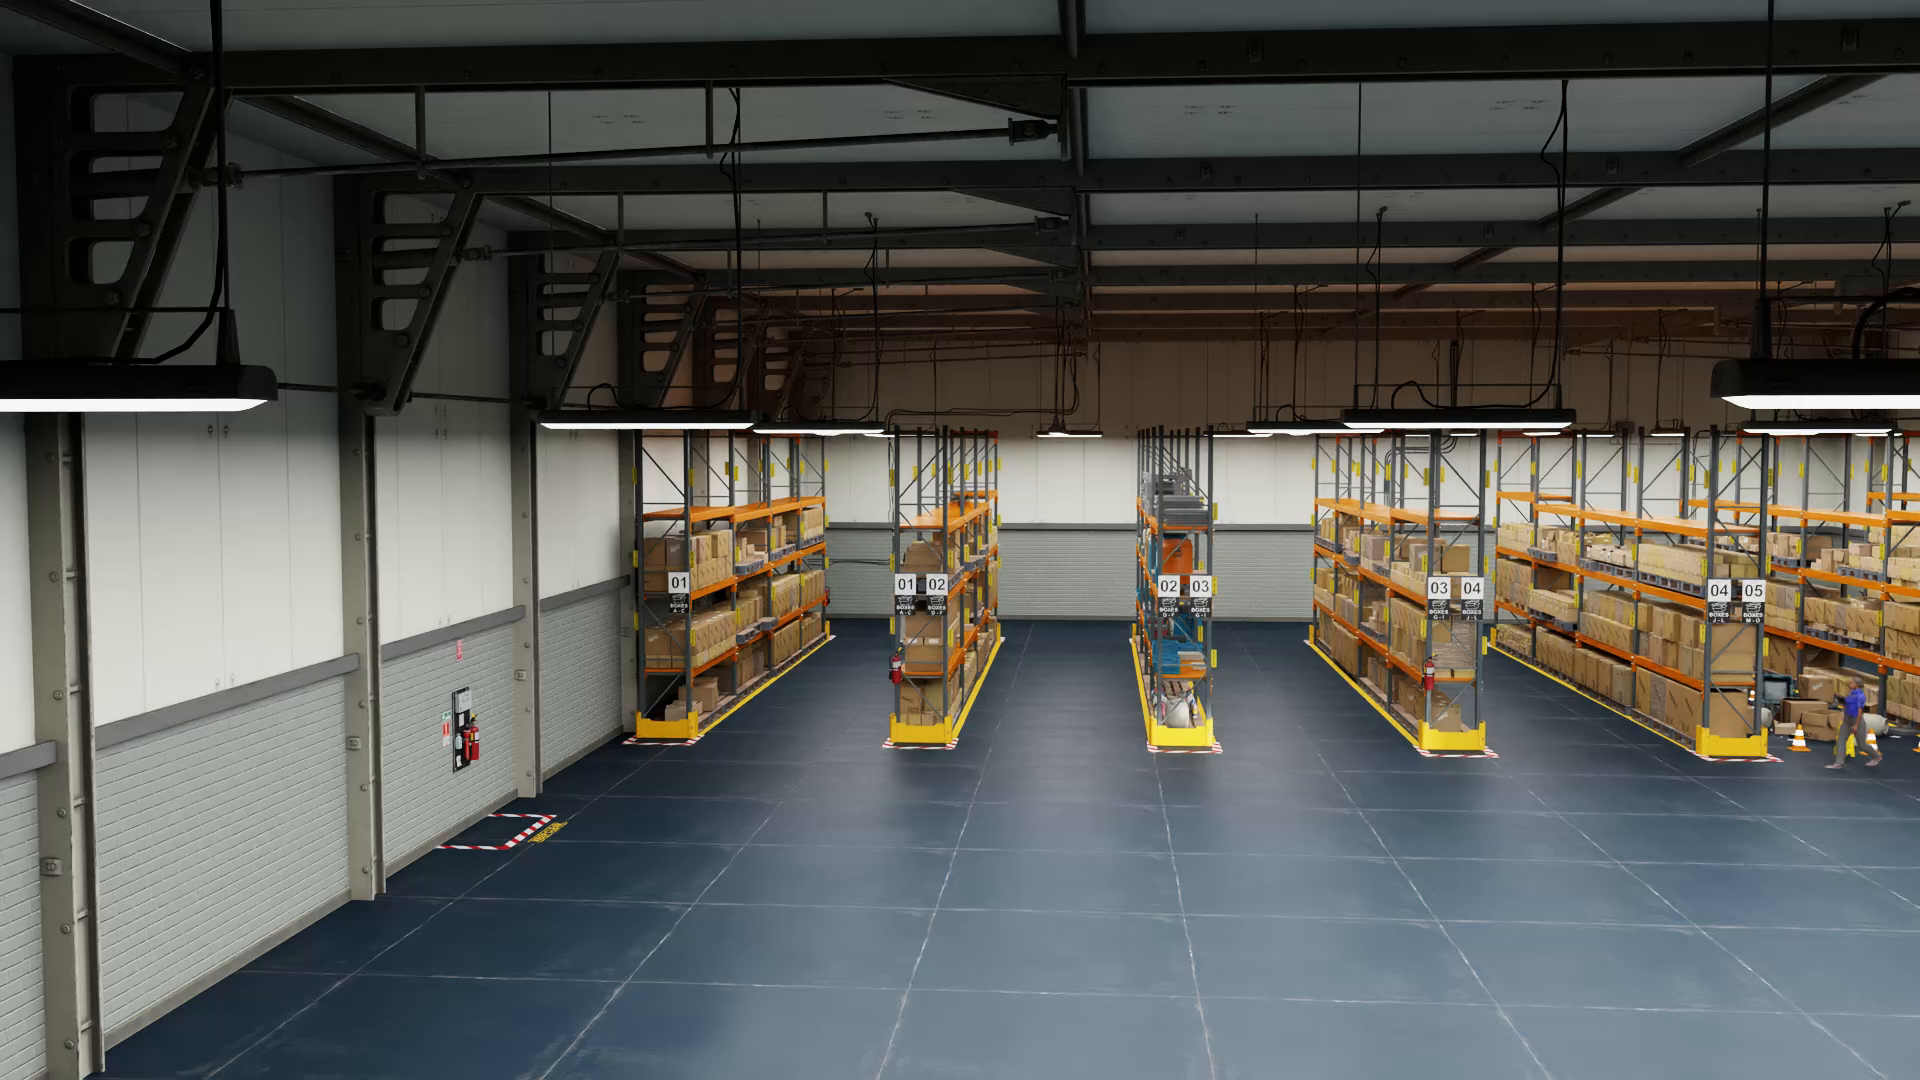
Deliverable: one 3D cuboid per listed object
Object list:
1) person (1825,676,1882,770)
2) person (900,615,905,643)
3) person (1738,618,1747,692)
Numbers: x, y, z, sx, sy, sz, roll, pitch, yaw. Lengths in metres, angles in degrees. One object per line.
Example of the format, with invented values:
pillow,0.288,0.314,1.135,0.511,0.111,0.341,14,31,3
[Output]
person,15.530,3.174,28.821,0.927,1.623,0.424,-1,4,-18
person,-1.576,2.068,47.066,0.560,1.670,0.499,2,4,32
person,17.674,2.610,37.763,0.530,1.679,0.758,0,3,-7
